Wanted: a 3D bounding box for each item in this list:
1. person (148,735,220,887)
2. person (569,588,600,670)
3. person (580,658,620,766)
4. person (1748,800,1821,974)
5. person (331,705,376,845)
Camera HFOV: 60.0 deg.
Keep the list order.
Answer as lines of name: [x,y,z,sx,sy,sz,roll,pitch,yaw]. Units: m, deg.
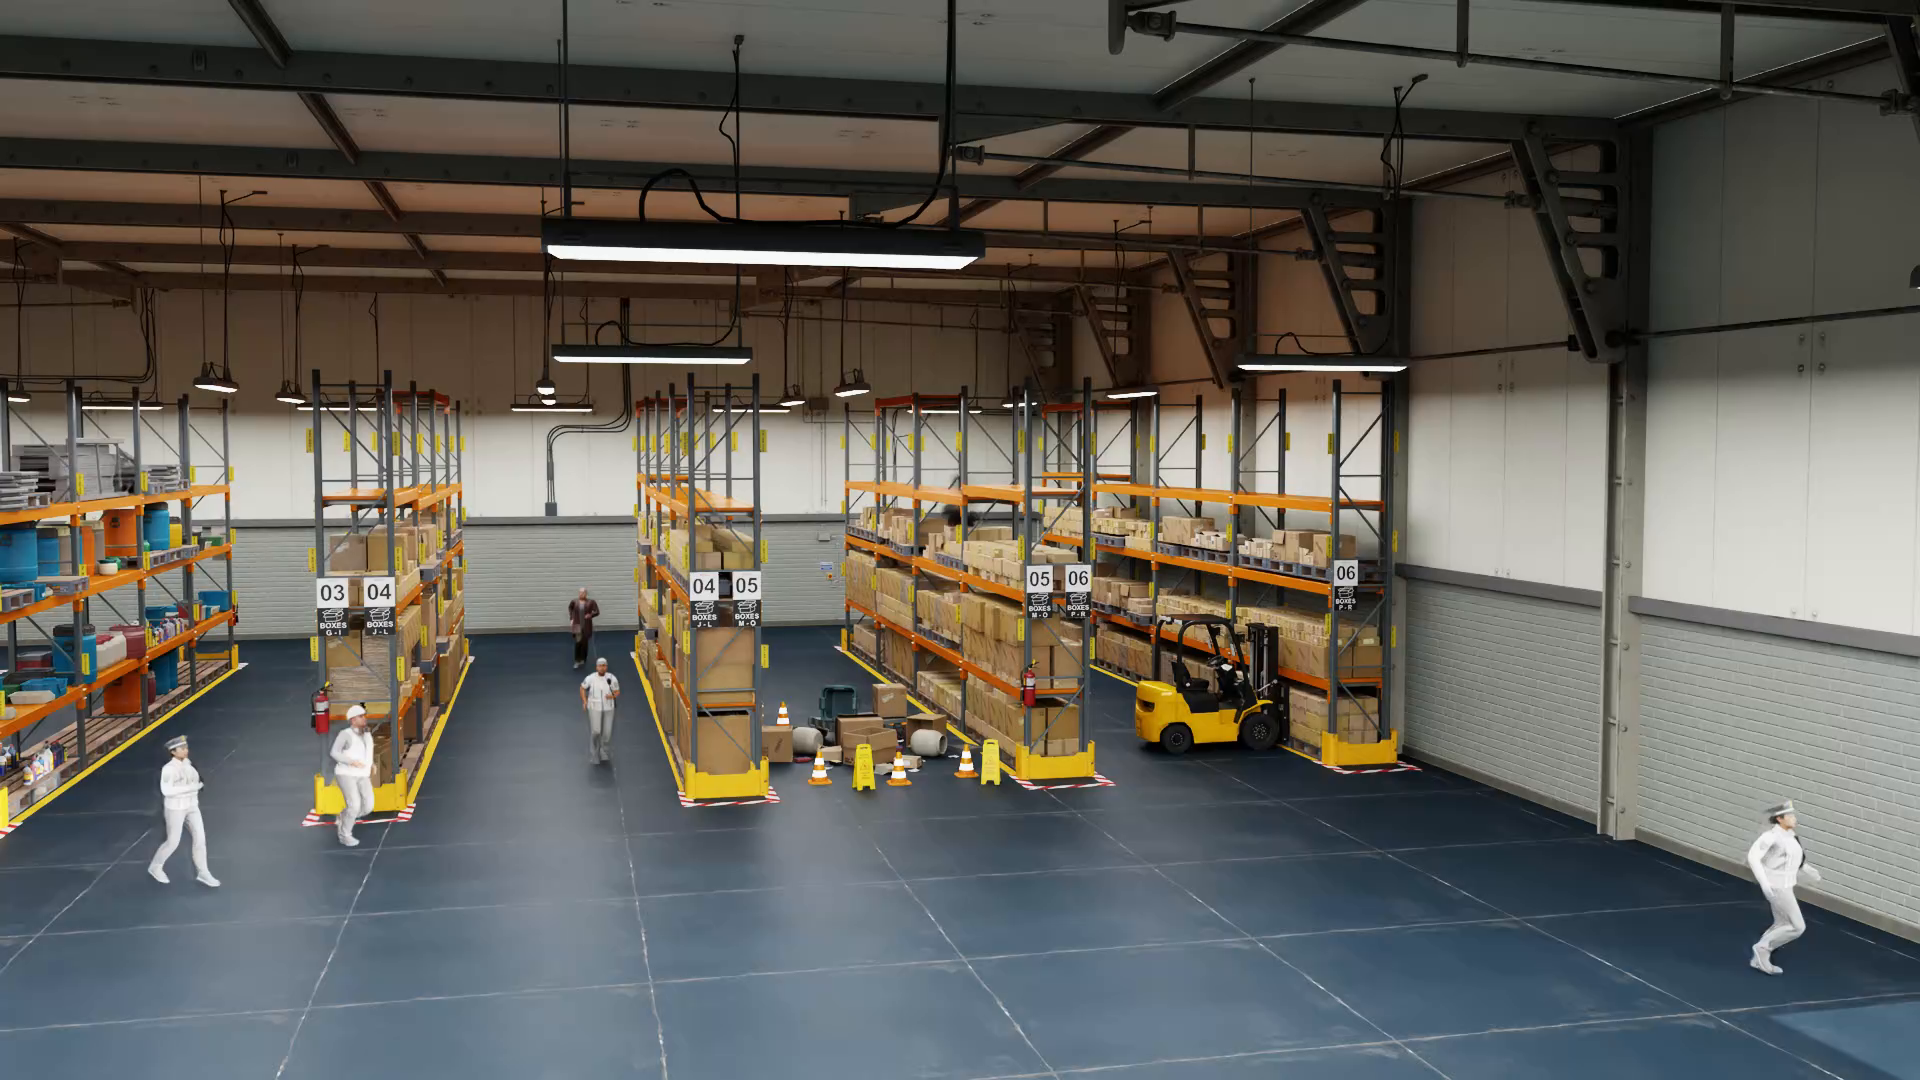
person: [-8.761,3.043,18.722,0.852,1.708,0.605,1,3,16]
person: [-8.405,1.965,37.186,0.694,1.806,0.828,0,3,-8]
person: [-5.601,2.679,25.963,0.577,1.679,0.682,-1,4,-22]
person: [7.753,3.265,15.633,0.567,1.657,0.623,3,4,42]
person: [-7.595,2.941,20.918,0.621,1.718,0.699,2,4,28]
